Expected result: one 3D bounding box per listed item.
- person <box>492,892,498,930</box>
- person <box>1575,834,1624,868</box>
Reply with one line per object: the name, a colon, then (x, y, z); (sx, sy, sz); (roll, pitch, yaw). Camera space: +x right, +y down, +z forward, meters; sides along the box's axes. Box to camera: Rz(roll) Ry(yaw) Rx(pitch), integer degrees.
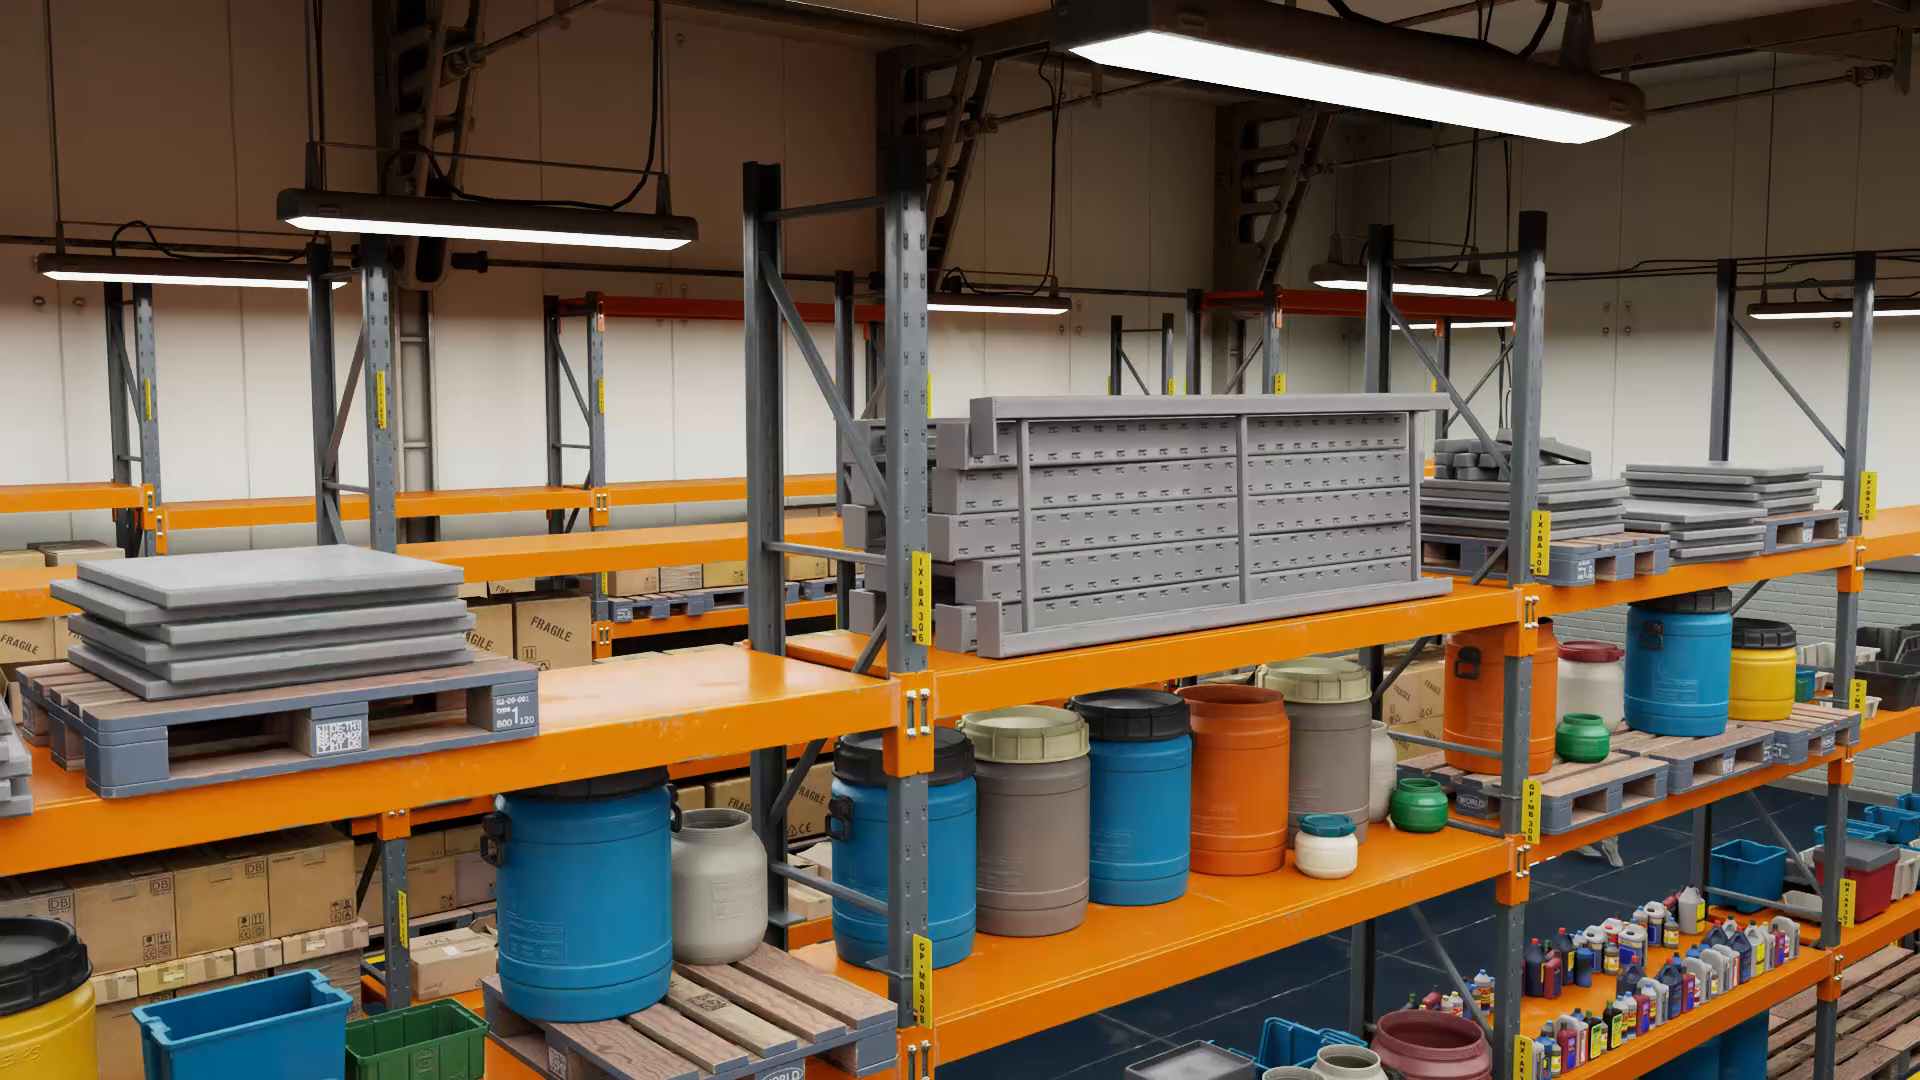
person: (-3.543, 3.055, 13.592); (0.595, 1.604, 0.671); (5, 8, 43)
person: (6.708, 2.609, 17.722); (0.683, 1.801, 0.671); (-1, 6, -15)
